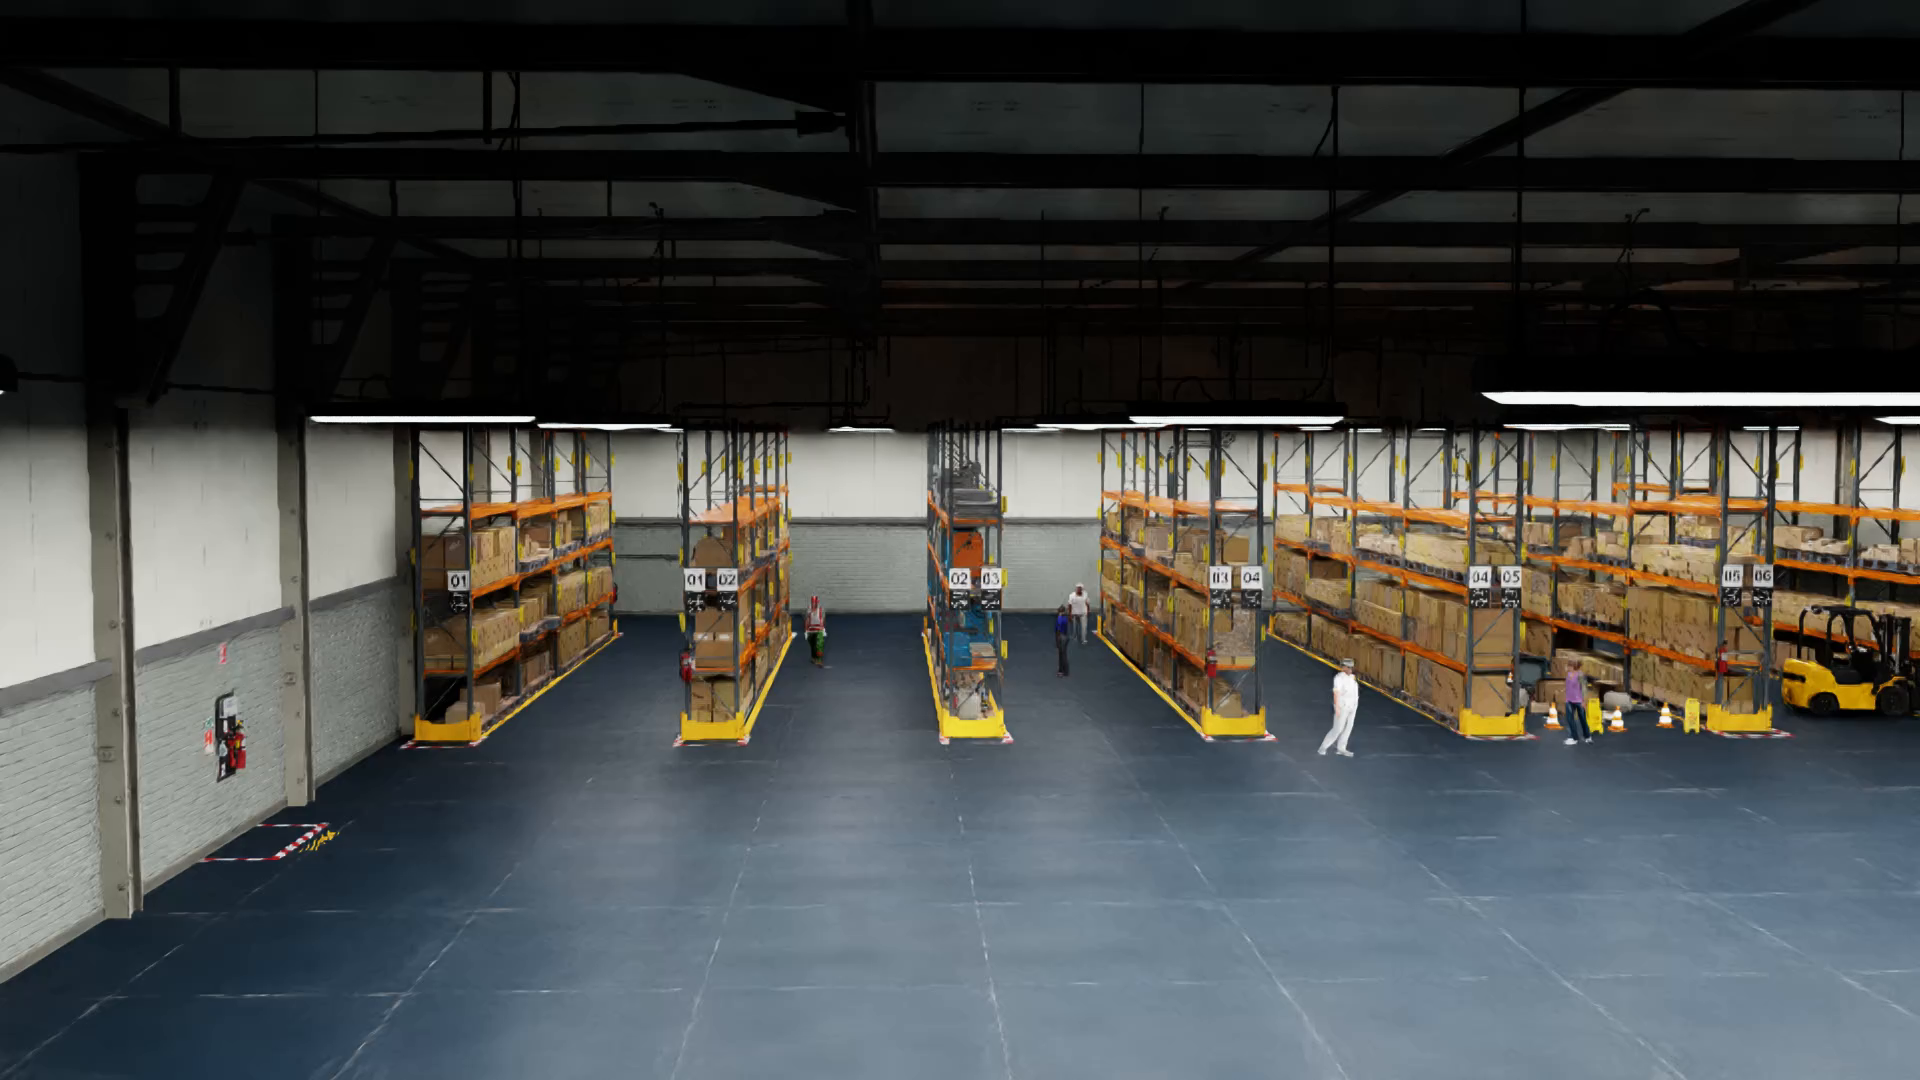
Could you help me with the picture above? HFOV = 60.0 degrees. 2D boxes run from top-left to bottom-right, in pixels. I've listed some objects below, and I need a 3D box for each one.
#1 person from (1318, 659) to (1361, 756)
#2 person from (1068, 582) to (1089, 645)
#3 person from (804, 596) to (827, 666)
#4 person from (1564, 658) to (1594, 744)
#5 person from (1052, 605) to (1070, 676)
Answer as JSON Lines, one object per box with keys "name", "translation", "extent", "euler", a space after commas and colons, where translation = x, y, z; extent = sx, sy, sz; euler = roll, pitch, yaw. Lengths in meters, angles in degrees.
{"name": "person", "translation": [6.709, 2.966, 29.436], "extent": [0.727, 1.741, 0.551], "euler": [-3, 5, -42]}
{"name": "person", "translation": [3.226, 1.976, 45.215], "extent": [0.577, 1.687, 1.121], "euler": [0, 4, 0]}
{"name": "person", "translation": [-3.580, 2.223, 41.019], "extent": [0.553, 1.707, 1.105], "euler": [0, 4, -1]}
{"name": "person", "translation": [11.420, 2.971, 30.687], "extent": [0.485, 1.590, 0.515], "euler": [-2, 4, -28]}
{"name": "person", "translation": [2.399, 2.371, 39.381], "extent": [0.526, 1.645, 0.531], "euler": [2, 4, 25]}
